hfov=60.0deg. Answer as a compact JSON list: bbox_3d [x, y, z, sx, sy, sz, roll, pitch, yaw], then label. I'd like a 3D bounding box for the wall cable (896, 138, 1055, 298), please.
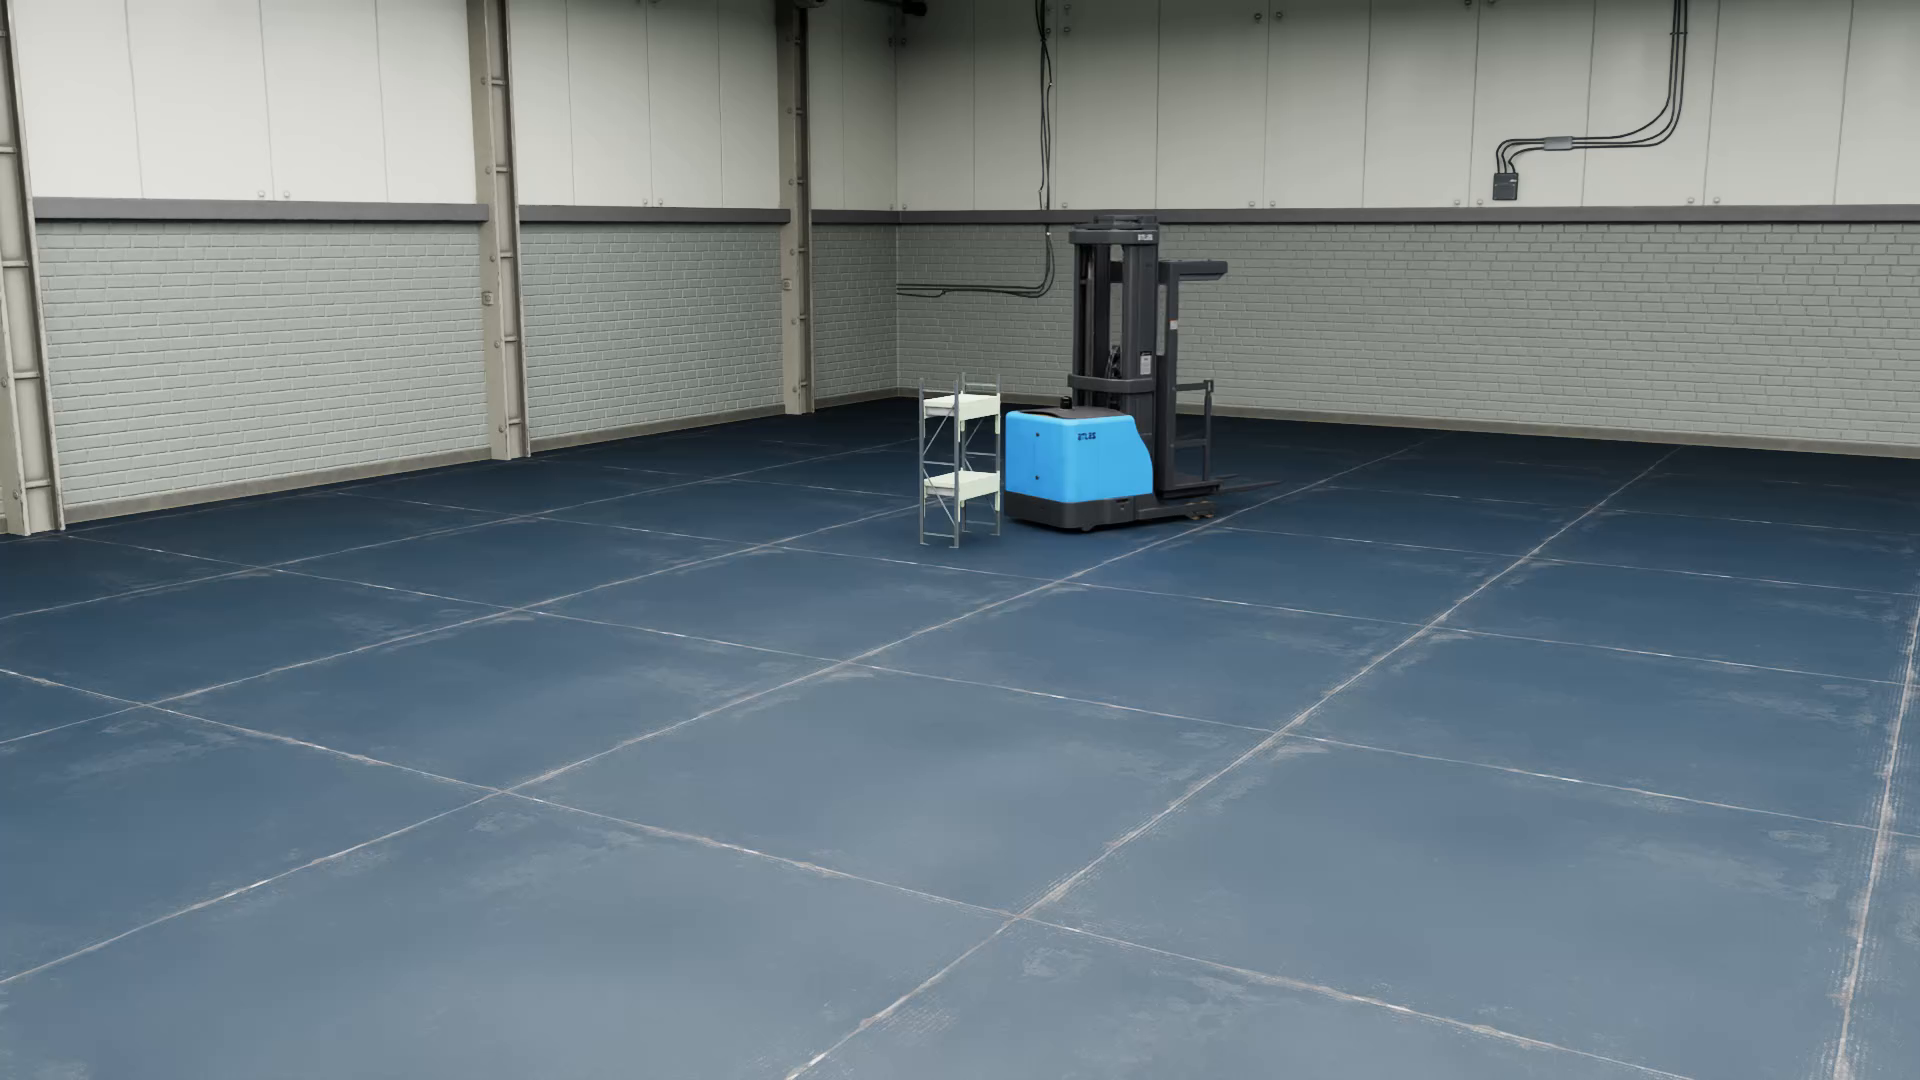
[{"bbox_3d":[0.166,-5.206,27.044,3.097,2.526,0.112,6,12,31],"label":"wall cable"}]

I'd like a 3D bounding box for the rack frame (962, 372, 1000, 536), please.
[{"bbox_3d":[0.193,-0.796,15.425,0.400,1.500,0.023,6,12,31],"label":"rack frame"}]

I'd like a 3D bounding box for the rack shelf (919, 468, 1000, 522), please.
[{"bbox_3d":[0.003,-0.418,15.178,0.431,0.370,0.720,6,12,31],"label":"rack shelf"}]

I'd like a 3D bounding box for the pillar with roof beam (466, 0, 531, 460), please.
[{"bbox_3d":[-1.929,-5.041,17.721,9.100,9.000,0.400,6,12,31],"label":"pillar with roof beam"}]

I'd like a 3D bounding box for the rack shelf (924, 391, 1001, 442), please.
[{"bbox_3d":[0.003,-1.122,15.046,0.431,0.370,0.720,6,12,31],"label":"rack shelf"}]

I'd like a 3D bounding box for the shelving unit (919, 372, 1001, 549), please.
[{"bbox_3d":[0.003,-0.738,15.118,0.431,1.500,0.755,6,12,31],"label":"shelving unit"}]

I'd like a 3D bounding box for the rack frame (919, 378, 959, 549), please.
[{"bbox_3d":[-0.187,-0.681,14.810,0.400,1.500,0.023,6,12,31],"label":"rack frame"}]

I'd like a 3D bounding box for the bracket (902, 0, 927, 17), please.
[{"bbox_3d":[-0.744,-8.569,26.785,0.235,0.232,0.430,6,12,31],"label":"bracket"}]

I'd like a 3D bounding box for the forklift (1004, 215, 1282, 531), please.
[{"bbox_3d":[1.919,-1.710,16.420,3.031,2.935,1.130,-8,13,-35],"label":"forklift"}]

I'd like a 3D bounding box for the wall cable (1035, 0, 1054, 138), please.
[{"bbox_3d":[2.478,-7.430,25.199,3.097,2.526,0.112,6,12,31],"label":"wall cable"}]

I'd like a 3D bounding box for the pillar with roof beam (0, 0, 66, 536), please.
[{"bbox_3d":[-5.044,-4.097,12.680,9.100,9.000,0.400,6,12,31],"label":"pillar with roof beam"}]

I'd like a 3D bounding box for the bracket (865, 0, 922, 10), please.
[{"bbox_3d":[-1.051,-8.476,26.289,0.076,0.066,3.189,6,12,31],"label":"bracket"}]

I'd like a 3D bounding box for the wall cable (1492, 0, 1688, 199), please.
[{"bbox_3d":[8.272,-7.495,21.587,2.305,6.003,0.169,6,12,31],"label":"wall cable"}]

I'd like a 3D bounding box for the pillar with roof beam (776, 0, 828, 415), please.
[{"bbox_3d":[1.186,-5.984,22.761,9.100,9.000,0.548,6,12,31],"label":"pillar with roof beam"}]
